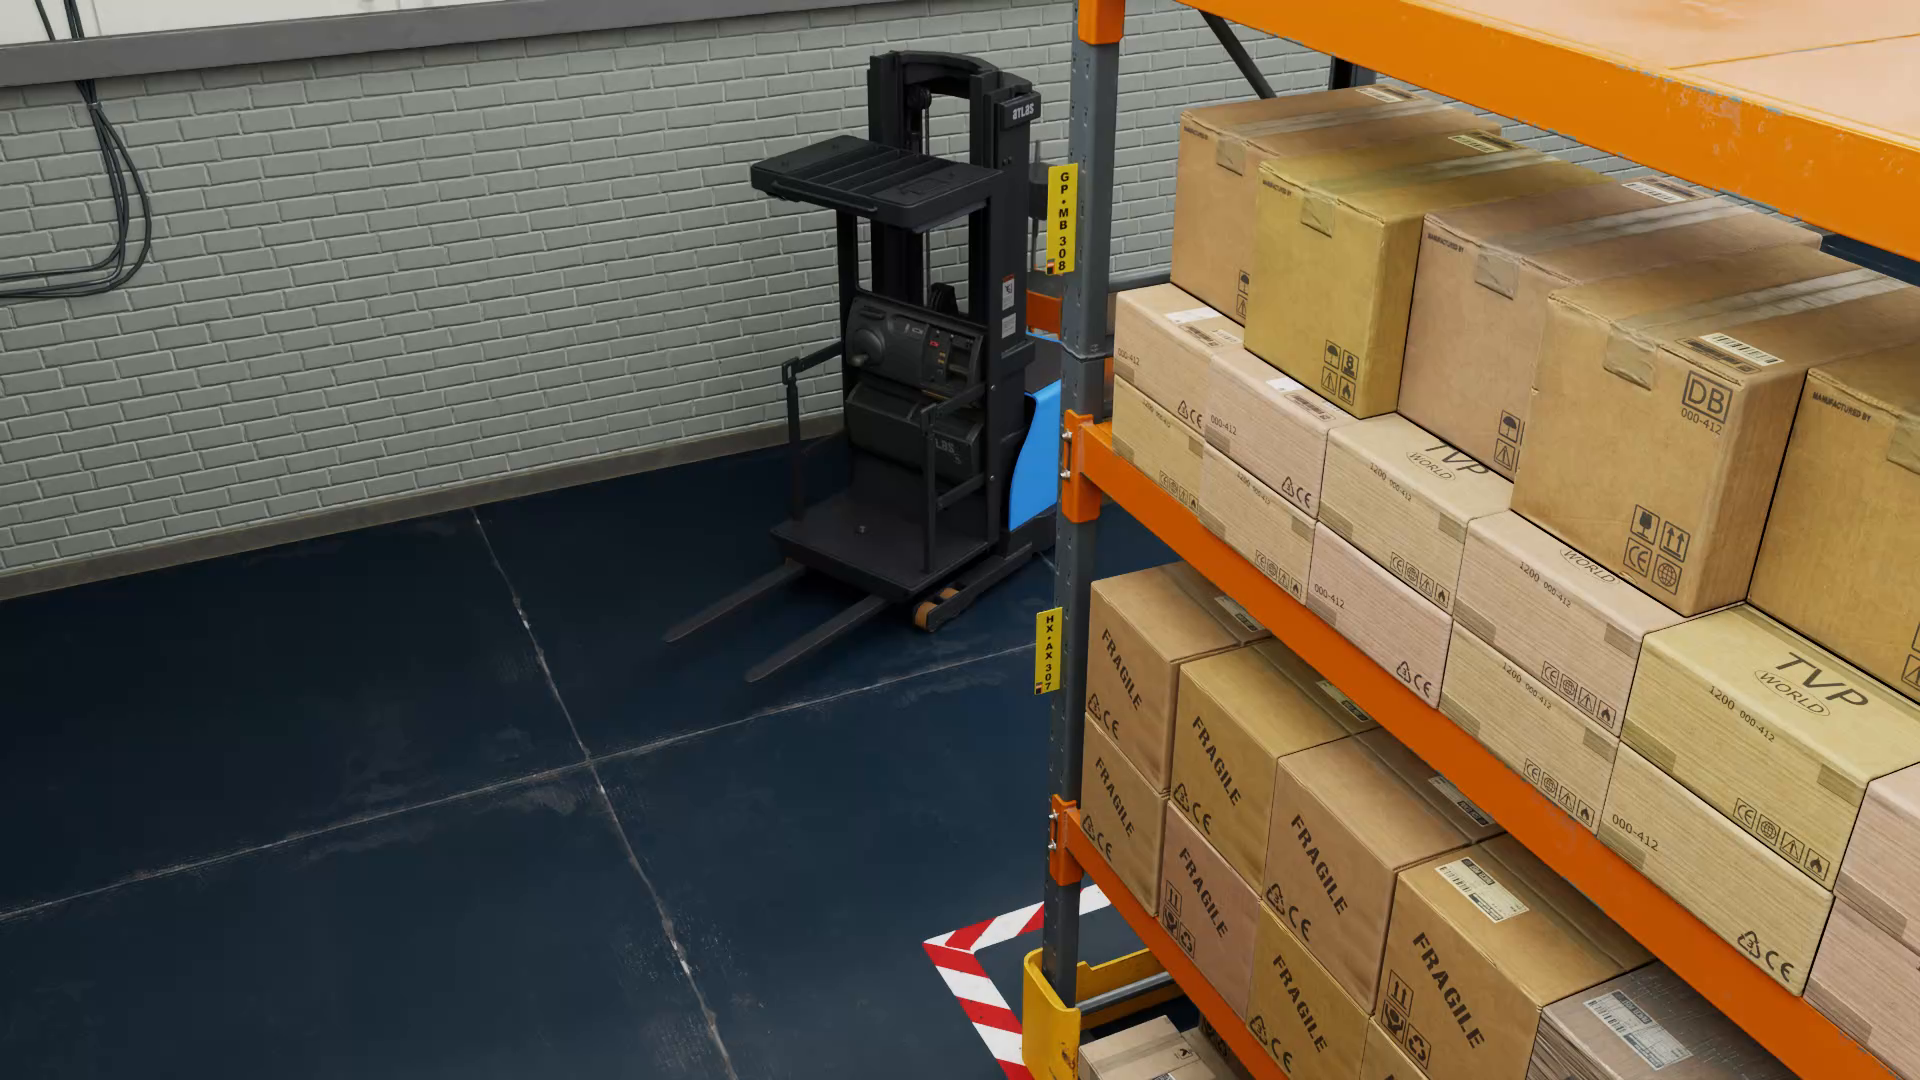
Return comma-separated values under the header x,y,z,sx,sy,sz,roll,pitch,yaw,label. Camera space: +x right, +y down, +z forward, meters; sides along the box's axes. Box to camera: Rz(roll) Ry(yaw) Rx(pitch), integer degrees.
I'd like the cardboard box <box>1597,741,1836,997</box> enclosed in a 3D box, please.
x,y,z,sx,sy,sz,roll,pitch,yaw,label
1.632,0.562,3.241,0.500,0.250,0.500,-13,32,-22,cardboard box

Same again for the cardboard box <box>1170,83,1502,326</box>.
x,y,z,sx,sy,sz,roll,pitch,yaw,label
1.026,-0.926,4.616,0.700,0.500,0.500,-13,32,-22,cardboard box

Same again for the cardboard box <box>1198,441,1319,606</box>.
x,y,z,sx,sy,sz,roll,pitch,yaw,label
0.985,-0.100,4.421,0.500,0.250,0.500,-13,32,-22,cardboard box

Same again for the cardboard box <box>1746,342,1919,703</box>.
x,y,z,sx,sy,sz,roll,pitch,yaw,label
1.958,-0.059,3.070,0.700,0.500,0.500,-13,32,-22,cardboard box

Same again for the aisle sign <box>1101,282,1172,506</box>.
x,y,z,sx,sy,sz,roll,pitch,yaw,label
0.496,-0.464,5.325,0.394,0.787,0.004,-13,32,-22,aisle sign

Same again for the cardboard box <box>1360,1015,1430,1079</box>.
x,y,z,sx,sy,sz,roll,pitch,yaw,label
1.395,1.517,4.349,0.500,0.500,0.500,-13,32,-21,cardboard box

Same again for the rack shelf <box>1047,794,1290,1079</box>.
x,y,z,sx,sy,sz,roll,pitch,yaw,label
1.649,1.836,4.617,1.077,0.370,4.000,-13,32,-22,rack shelf

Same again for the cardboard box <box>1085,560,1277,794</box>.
x,y,z,sx,sy,sz,roll,pitch,yaw,label
0.743,0.410,5.299,0.500,0.500,0.500,-12,31,-20,cardboard box

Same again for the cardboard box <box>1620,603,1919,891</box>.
x,y,z,sx,sy,sz,roll,pitch,yaw,label
1.630,0.344,3.118,0.500,0.250,0.500,-13,32,-22,cardboard box

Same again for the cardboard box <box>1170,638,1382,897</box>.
x,y,z,sx,sy,sz,roll,pitch,yaw,label
0.974,0.640,4.891,0.500,0.500,0.500,-13,32,-21,cardboard box

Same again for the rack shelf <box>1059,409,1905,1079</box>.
x,y,z,sx,sy,sz,roll,pitch,yaw,label
1.649,0.528,3.884,1.077,0.370,4.000,-13,32,-22,rack shelf

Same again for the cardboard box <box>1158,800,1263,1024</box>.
x,y,z,sx,sy,sz,roll,pitch,yaw,label
0.969,1.073,5.140,0.500,0.500,0.500,-13,32,-22,cardboard box

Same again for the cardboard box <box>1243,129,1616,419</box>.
x,y,z,sx,sy,sz,roll,pitch,yaw,label
1.164,-0.687,4.190,0.700,0.500,0.500,-13,32,-22,cardboard box

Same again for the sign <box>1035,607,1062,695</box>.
x,y,z,sx,sy,sz,roll,pitch,yaw,label
0.301,0.375,5.602,0.100,0.325,0.005,-13,32,-22,sign

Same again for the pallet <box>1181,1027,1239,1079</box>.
x,y,z,sx,sy,sz,roll,pitch,yaw,label
1.167,2.241,6.011,1.003,0.211,1.213,-13,32,-22,pallet

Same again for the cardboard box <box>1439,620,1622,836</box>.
x,y,z,sx,sy,sz,roll,pitch,yaw,label
1.421,0.340,3.636,0.500,0.250,0.500,-13,32,-22,cardboard box

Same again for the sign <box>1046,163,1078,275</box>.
x,y,z,sx,sy,sz,roll,pitch,yaw,label
0.301,-0.937,4.866,0.100,0.325,0.005,-13,32,-22,sign

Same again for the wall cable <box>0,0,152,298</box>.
x,y,z,sx,sy,sz,roll,pitch,yaw,label
-5.787,-2.155,8.040,3.097,2.526,0.112,-13,32,-22,wall cable

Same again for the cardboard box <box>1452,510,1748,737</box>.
x,y,z,sx,sy,sz,roll,pitch,yaw,label
1.416,0.123,3.512,0.500,0.250,0.500,-13,32,-22,cardboard box

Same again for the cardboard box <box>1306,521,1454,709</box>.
x,y,z,sx,sy,sz,roll,pitch,yaw,label
1.201,0.120,4.028,0.500,0.250,0.500,-13,32,-22,cardboard box

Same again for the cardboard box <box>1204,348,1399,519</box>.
x,y,z,sx,sy,sz,roll,pitch,yaw,label
0.984,-0.318,4.299,0.500,0.250,0.500,-13,32,-22,cardboard box

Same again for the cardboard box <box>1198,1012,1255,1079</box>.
x,y,z,sx,sy,sz,roll,pitch,yaw,label
1.247,1.726,6.184,0.500,0.500,0.500,-13,32,-22,cardboard box

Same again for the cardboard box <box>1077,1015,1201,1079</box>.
x,y,z,sx,sy,sz,roll,pitch,yaw,label
0.660,1.948,6.148,0.380,0.149,0.250,-13,32,-22,cardboard box

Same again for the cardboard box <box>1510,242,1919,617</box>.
x,y,z,sx,sy,sz,roll,pitch,yaw,label
1.606,-0.248,3.407,0.700,0.500,0.500,-13,32,-22,cardboard box

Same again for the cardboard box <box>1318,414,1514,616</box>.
x,y,z,sx,sy,sz,roll,pitch,yaw,label
1.205,-0.099,3.907,0.500,0.250,0.500,-13,32,-22,cardboard box

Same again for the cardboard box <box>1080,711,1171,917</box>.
x,y,z,sx,sy,sz,roll,pitch,yaw,label
0.743,0.847,5.544,0.500,0.500,0.500,-12,32,-21,cardboard box

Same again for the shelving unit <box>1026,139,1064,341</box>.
x,y,z,sx,sy,sz,roll,pitch,yaw,label
0.552,-1.433,10.618,0.503,2.100,0.431,21,34,32,shelving unit

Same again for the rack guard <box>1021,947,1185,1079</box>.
x,y,z,sx,sy,sz,roll,pitch,yaw,label
0.823,1.763,6.568,1.175,0.500,0.348,-13,32,-22,rack guard

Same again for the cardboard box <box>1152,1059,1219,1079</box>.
x,y,z,sx,sy,sz,roll,pitch,yaw,label
0.767,2.050,5.947,0.380,0.166,0.250,-13,32,-22,cardboard box

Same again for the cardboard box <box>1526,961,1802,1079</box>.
x,y,z,sx,sy,sz,roll,pitch,yaw,label
1.619,1.309,3.698,0.500,0.500,0.500,-13,32,-22,cardboard box

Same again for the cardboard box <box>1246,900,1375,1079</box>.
x,y,z,sx,sy,sz,roll,pitch,yaw,label
1.182,1.296,4.743,0.500,0.500,0.500,-13,32,-22,cardboard box

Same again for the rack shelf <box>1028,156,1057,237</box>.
x,y,z,sx,sy,sz,roll,pitch,yaw,label
0.564,-2.039,10.296,0.480,0.518,0.431,21,34,32,rack shelf

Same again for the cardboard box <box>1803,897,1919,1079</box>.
x,y,z,sx,sy,sz,roll,pitch,yaw,label
1.854,0.781,2.850,0.500,0.250,0.500,-13,32,-22,cardboard box

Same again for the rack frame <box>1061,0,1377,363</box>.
x,y,z,sx,sy,sz,roll,pitch,yaw,label
0.791,-1.978,4.549,1.000,3.000,0.127,-13,32,-22,rack frame

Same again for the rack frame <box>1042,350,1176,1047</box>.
x,y,z,sx,sy,sz,roll,pitch,yaw,label
0.791,0.639,6.017,1.000,3.000,0.127,-13,32,-22,rack frame

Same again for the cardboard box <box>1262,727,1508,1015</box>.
x,y,z,sx,sy,sz,roll,pitch,yaw,label
1.185,0.862,4.495,0.500,0.500,0.500,-13,32,-21,cardboard box

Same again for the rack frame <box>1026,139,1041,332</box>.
x,y,z,sx,sy,sz,roll,pitch,yaw,label
0.358,-1.506,10.748,0.015,2.100,0.400,21,34,32,rack frame

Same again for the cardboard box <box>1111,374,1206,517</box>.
x,y,z,sx,sy,sz,roll,pitch,yaw,label
0.782,-0.324,4.820,0.500,0.250,0.500,-13,32,-22,cardboard box

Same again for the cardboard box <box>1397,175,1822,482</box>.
x,y,z,sx,sy,sz,roll,pitch,yaw,label
1.476,-0.489,3.836,0.700,0.500,0.500,-13,32,-22,cardboard box

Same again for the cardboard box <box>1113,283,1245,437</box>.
x,y,z,sx,sy,sz,roll,pitch,yaw,label
0.776,-0.541,4.695,0.500,0.250,0.500,-13,32,-22,cardboard box

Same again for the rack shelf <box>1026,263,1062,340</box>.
x,y,z,sx,sy,sz,roll,pitch,yaw,label
0.551,-1.421,10.625,0.480,0.518,0.431,21,34,32,rack shelf

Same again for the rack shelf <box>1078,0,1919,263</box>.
x,y,z,sx,sy,sz,roll,pitch,yaw,label
1.649,-0.779,3.151,1.077,0.370,4.000,-13,32,-22,rack shelf

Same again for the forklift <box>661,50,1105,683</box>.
x,y,z,sx,sy,sz,roll,pitch,yaw,label
-0.389,-1.039,9.079,1.130,2.935,3.031,21,36,33,forklift

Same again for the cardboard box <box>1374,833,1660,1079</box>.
x,y,z,sx,sy,sz,roll,pitch,yaw,label
1.404,1.086,4.095,0.500,0.500,0.500,-13,32,-22,cardboard box

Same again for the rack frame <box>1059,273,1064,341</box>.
x,y,z,sx,sy,sz,roll,pitch,yaw,label
0.745,-1.360,10.489,0.015,2.100,0.400,21,34,32,rack frame

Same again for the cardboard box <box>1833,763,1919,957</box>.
x,y,z,sx,sy,sz,roll,pitch,yaw,label
1.842,0.565,2.723,0.500,0.250,0.500,-13,32,-22,cardboard box
